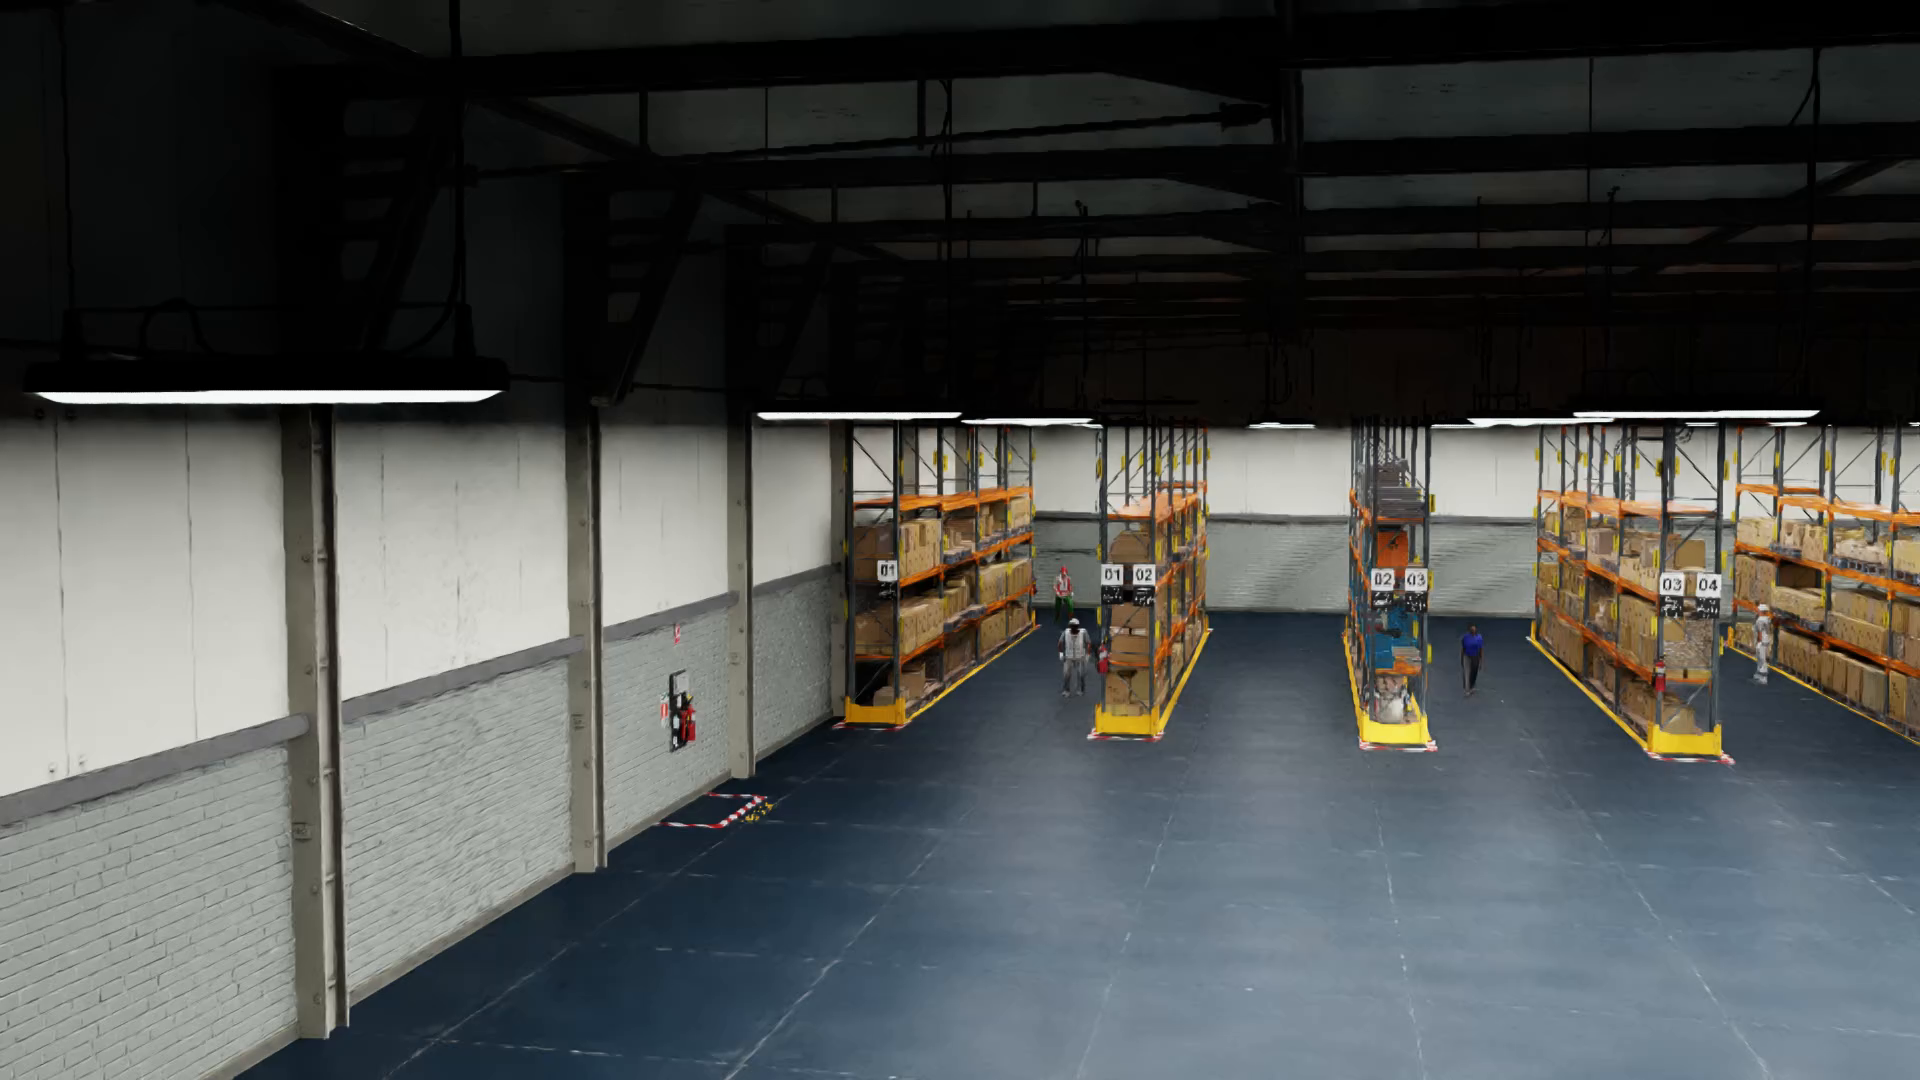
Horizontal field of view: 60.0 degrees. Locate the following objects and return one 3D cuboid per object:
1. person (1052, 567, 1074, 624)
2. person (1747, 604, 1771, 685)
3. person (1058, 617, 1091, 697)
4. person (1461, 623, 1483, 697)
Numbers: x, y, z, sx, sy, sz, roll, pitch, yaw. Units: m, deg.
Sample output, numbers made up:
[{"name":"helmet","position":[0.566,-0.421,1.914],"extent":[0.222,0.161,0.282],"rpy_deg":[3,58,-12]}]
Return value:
[{"name":"person","position":[3.020,1.622,48.557],"extent":[0.688,1.719,0.822],"rpy_deg":[0,4,-6]},{"name":"person","position":[17.941,2.327,37.347],"extent":[0.489,1.787,0.608],"rpy_deg":[3,5,42]},{"name":"person","position":[2.438,2.501,35.488],"extent":[0.702,1.735,0.549],"rpy_deg":[1,4,10]},{"name":"person","position":[10.980,2.545,35.638],"extent":[0.445,1.574,1.091],"rpy_deg":[1,4,10]}]
